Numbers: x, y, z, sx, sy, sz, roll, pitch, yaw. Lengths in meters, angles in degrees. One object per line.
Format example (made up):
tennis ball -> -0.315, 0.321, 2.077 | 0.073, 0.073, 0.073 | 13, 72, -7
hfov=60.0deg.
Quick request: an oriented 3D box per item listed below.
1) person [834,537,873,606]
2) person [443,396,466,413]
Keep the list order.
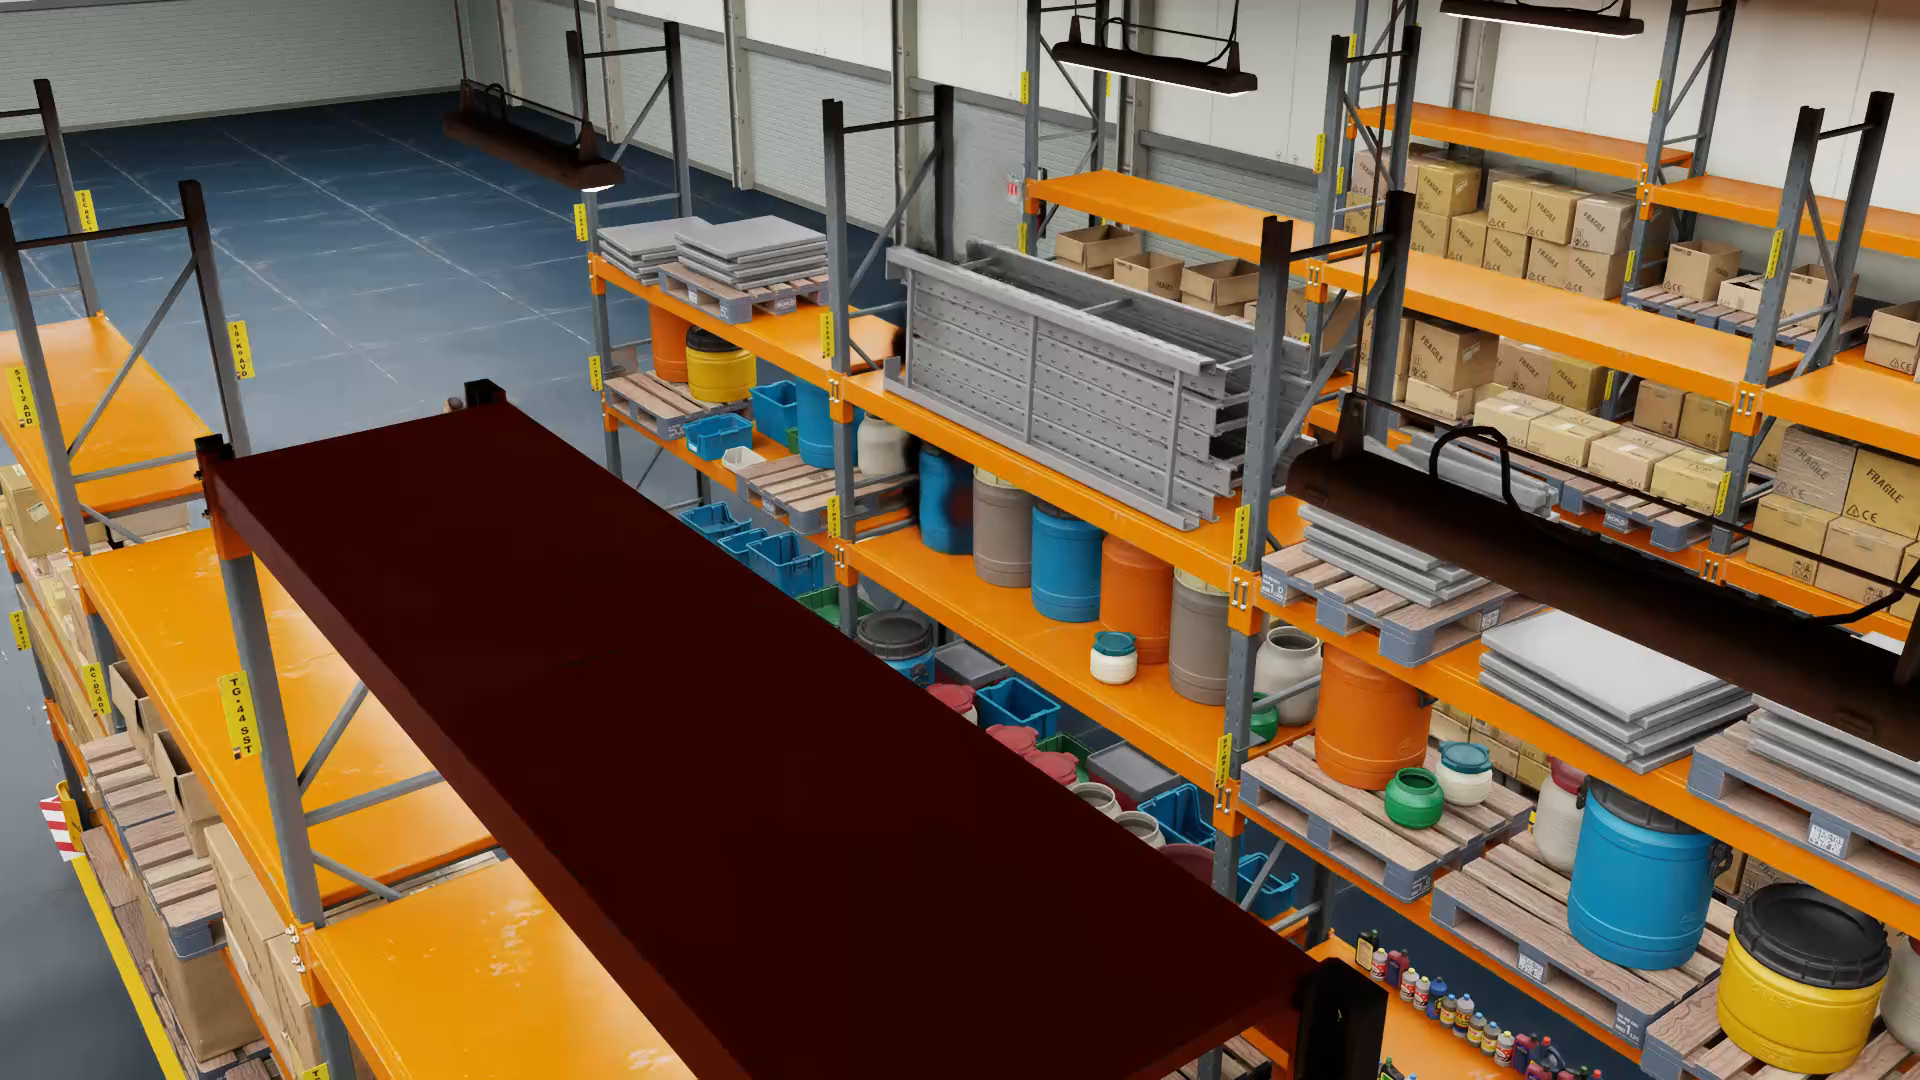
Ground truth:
person -> -1.102, 0.104, 16.578 | 0.628, 1.843, 0.781 | -22, 33, -39
person -> -5.631, -0.792, 18.802 | 0.874, 1.586, 0.579 | -7, 26, -16
